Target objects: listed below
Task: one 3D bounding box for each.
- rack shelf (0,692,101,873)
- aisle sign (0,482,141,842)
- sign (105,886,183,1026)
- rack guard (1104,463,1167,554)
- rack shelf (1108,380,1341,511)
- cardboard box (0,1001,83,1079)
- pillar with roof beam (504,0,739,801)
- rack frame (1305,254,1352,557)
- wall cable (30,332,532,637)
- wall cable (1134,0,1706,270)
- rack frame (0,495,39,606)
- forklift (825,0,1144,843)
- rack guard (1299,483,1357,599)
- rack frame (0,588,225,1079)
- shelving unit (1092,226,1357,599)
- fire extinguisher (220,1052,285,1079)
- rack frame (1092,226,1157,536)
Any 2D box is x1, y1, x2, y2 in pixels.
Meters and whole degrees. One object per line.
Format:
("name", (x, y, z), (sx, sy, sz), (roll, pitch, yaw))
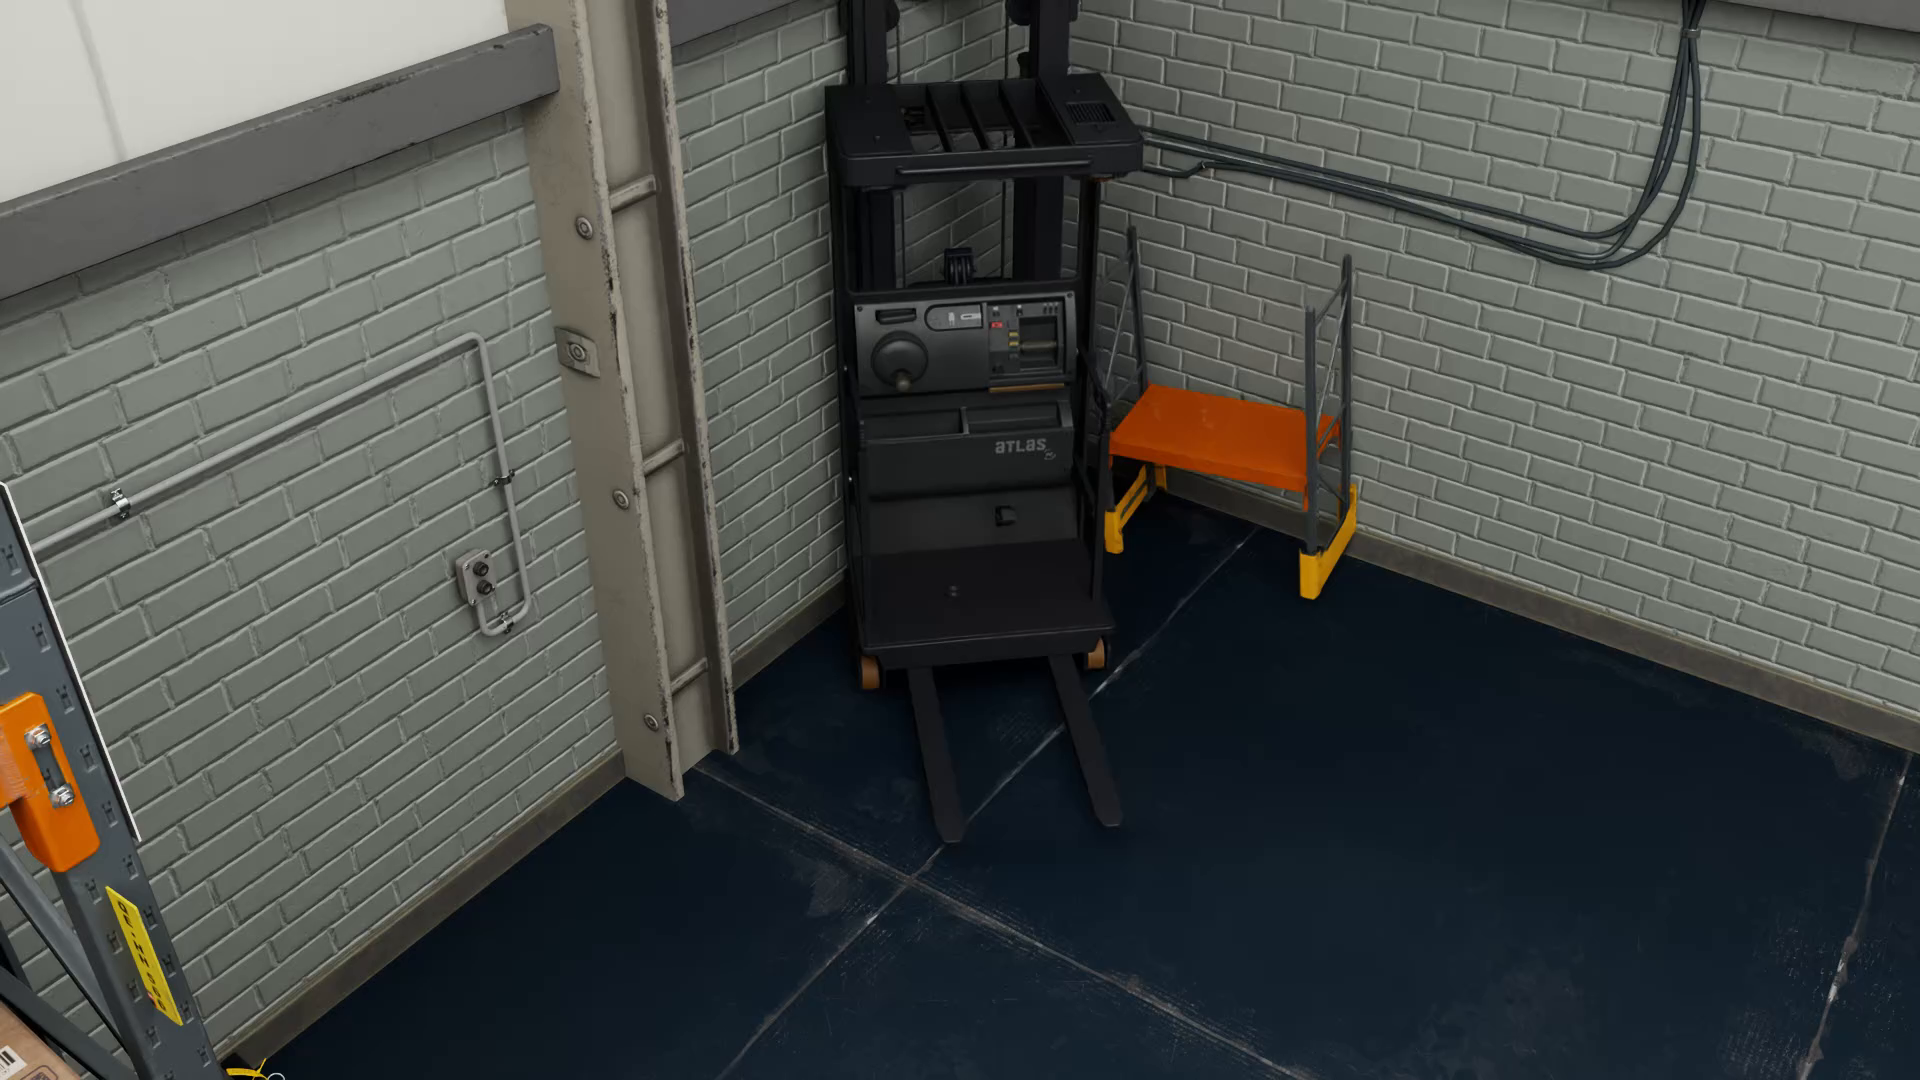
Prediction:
("rack shelf", (-3.127, 1.166, 1.813), (1.077, 0.370, 4.000), (21, 39, 28))
("aisle sign", (-1.699, 0.176, 2.992), (0.394, 0.787, 0.004), (21, 39, 28))
("sign", (-1.549, 0.792, 3.156), (0.100, 0.325, 0.005), (21, 39, 28))
("rack guard", (0.871, -0.207, 8.266), (0.087, 0.250, 0.587), (13, 43, 27))
("rack shelf", (1.234, -0.455, 7.772), (1.000, 0.185, 0.538), (13, 43, 27))
("cardboard box", (-2.269, 1.304, 3.377), (0.980, 0.700, 0.700), (23, 40, 30))
("pillar with roof beam", (2.379, -1.439, 2.345), (9.100, 9.000, 0.400), (21, 39, 28))
("rack frame", (1.649, -0.491, 7.430), (0.032, 1.500, 0.500), (13, 43, 27))
("wall cable", (-2.034, -0.122, 4.846), (0.084, 1.984, 1.851), (21, 39, 28))
("wall cable", (1.532, -2.498, 6.682), (3.097, 2.526, 0.112), (21, 39, 28))
("rack frame", (-1.987, -1.295, 2.132), (1.000, 3.000, 0.127), (21, 39, 28))
("forklift", (0.059, -0.769, 6.771), (1.130, 2.935, 3.031), (-5, 34, -7))
("rack guard", (1.731, -0.001, 7.809), (0.087, 0.250, 0.587), (13, 43, 27))
("rack frame", (-1.987, 1.190, 3.813), (1.000, 3.000, 0.127), (21, 39, 28))
("shelving unit", (1.217, -0.594, 7.659), (1.083, 1.500, 0.587), (13, 43, 27))
("fire extinguisher", (-1.521, 1.454, 3.823), (0.296, 0.674, 0.183), (21, 39, 28))
("rack frame", (0.770, -0.701, 7.897), (0.032, 1.500, 0.500), (13, 43, 27))
